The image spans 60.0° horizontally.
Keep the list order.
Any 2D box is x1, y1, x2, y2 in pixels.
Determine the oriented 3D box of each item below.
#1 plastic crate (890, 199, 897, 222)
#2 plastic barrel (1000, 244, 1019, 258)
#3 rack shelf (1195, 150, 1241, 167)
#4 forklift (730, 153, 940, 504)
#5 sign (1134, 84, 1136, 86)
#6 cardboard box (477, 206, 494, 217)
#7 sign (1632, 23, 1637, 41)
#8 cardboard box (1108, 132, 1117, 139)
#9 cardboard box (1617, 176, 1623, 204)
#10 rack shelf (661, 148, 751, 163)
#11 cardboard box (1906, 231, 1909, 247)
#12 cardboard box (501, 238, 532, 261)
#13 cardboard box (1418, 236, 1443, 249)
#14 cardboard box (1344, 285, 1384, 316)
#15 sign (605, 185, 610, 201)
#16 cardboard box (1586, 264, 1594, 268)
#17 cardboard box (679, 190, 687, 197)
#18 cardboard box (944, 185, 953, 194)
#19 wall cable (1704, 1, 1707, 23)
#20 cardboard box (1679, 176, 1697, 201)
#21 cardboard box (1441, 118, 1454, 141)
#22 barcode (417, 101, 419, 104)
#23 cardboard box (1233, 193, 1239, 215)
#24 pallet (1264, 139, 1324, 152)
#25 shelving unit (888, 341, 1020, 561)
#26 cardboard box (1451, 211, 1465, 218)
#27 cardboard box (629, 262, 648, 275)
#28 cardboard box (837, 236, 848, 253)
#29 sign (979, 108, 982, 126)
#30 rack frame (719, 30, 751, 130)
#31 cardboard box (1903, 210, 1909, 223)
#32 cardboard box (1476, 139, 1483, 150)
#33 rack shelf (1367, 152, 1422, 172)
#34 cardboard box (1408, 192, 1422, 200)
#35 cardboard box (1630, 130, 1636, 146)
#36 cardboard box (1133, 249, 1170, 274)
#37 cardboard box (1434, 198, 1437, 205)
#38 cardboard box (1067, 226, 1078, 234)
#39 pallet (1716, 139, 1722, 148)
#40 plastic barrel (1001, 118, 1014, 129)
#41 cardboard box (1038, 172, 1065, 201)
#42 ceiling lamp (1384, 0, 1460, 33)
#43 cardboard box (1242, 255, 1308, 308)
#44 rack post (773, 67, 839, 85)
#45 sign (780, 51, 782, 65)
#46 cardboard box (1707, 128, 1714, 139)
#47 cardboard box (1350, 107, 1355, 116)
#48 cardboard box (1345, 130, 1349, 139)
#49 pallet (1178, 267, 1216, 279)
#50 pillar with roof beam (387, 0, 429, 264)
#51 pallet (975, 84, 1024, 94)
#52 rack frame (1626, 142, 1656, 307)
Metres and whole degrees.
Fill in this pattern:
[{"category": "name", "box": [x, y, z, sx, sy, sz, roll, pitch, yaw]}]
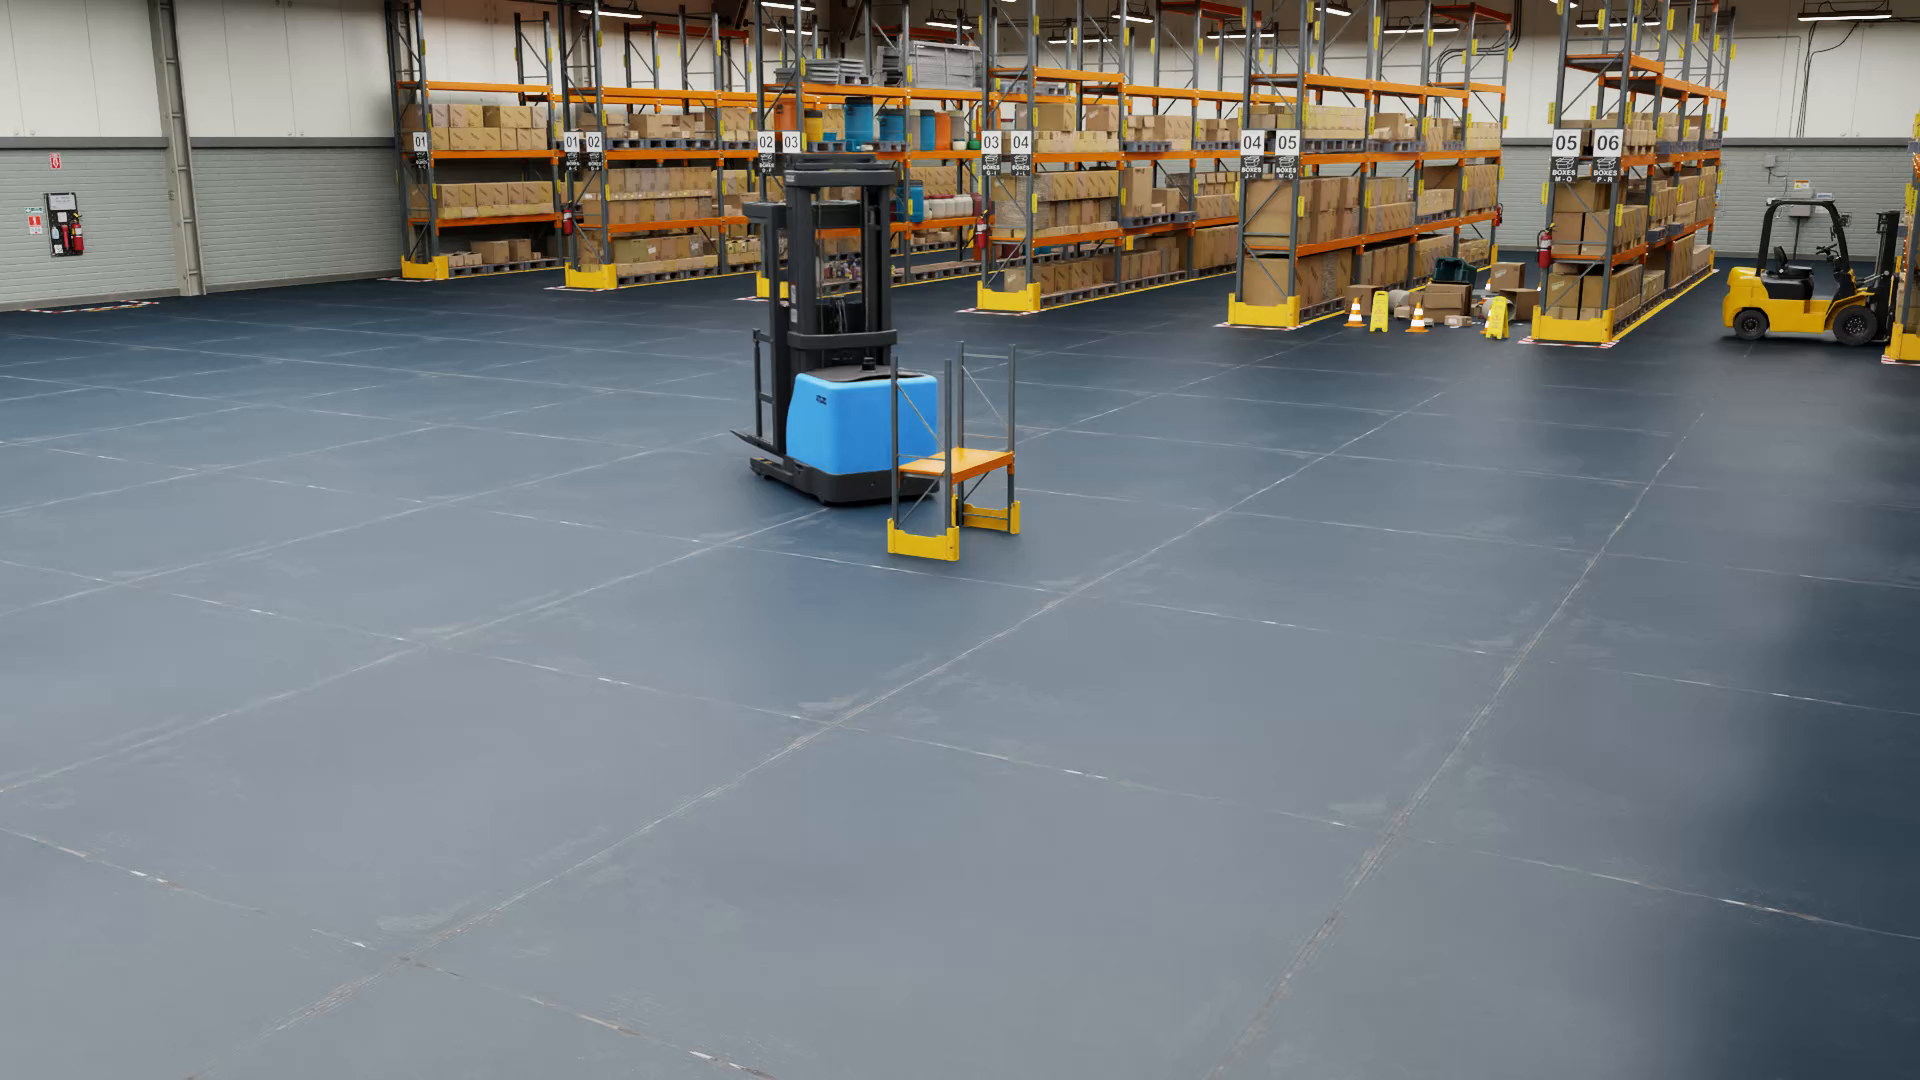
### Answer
[{"category": "plastic crate", "box": [-1.575, -7.251, 36.572, 0.402, 0.464, 0.583, 7, 15, 28]}, {"category": "plastic barrel", "box": [1.160, -7.272, 41.047, 0.600, 0.588, 0.708, 7, 15, 28]}, {"category": "rack shelf", "box": [5.695, -8.864, 38.535, 1.077, 0.370, 4.000, 7, 15, 28]}, {"category": "forklift", "box": [-1.305, -2.033, 15.214, 1.130, 2.935, 3.031, -7, 15, -27]}, {"category": "sign", "box": [4.749, -12.248, 45.326, 0.100, 0.325, 0.005, 7, 15, 28]}, {"category": "cardboard box", "box": [-11.144, -7.600, 38.437, 0.500, 0.250, 0.500, 7, 15, 27]}, {"category": "sign", "box": [12.915, -9.732, 31.870, 0.100, 0.325, 0.005, 7, 15, 28]}, {"category": "cardboard box", "box": [2.890, -8.004, 32.903, 0.380, 0.149, 0.250, 8, 16, 30]}, {"category": "cardboard box", "box": [10.801, -5.913, 28.178, 0.700, 0.500, 0.500, 7, 15, 28]}, {"category": "rack shelf", "box": [-7.314, -10.548, 45.519, 1.077, 0.370, 4.000, 7, 15, 28]}, {"category": "cardboard box", "box": [16.069, -5.004, 27.709, 0.500, 0.250, 0.500, 7, 15, 28]}, {"category": "cardboard box", "box": [-10.681, -6.989, 40.019, 0.500, 0.500, 0.500, 6, 15, 24]}, {"category": "cardboard box", "box": [10.313, -6.541, 36.603, 0.500, 0.250, 0.500, 7, 15, 26]}, {"category": "cardboard box", "box": [7.235, -4.293, 29.769, 0.500, 0.500, 0.500, 11, 17, 38]}, {"category": "sign", "box": [-7.327, -7.222, 34.574, 0.100, 0.325, 0.005, 7, 15, 28]}, {"category": "cardboard box", "box": [10.460, -4.678, 28.026, 0.380, 0.149, 0.250, 8, 16, 31]}, {"category": "cardboard box", "box": [-6.313, -7.723, 37.070, 0.380, 0.149, 0.250, 7, 15, 28]}, {"category": "cardboard box", "box": [-0.547, -9.827, 47.181, 0.500, 0.500, 0.500, 8, 15, 28]}, {"category": "wall cable", "box": [18.417, -15.070, 43.543, 2.355, 3.000, 0.029, 7, 15, 28]}, {"category": "cardboard box", "box": [15.097, -7.351, 34.776, 0.500, 0.500, 0.500, 8, 16, 29]}, {"category": "cardboard box", "box": [10.675, -9.229, 37.404, 0.700, 0.500, 0.500, 7, 15, 28]}, {"category": "barcode", "box": [-12.242, -9.874, 37.564, 0.001, 0.075, 0.075, 7, 15, 28]}, {"category": "cardboard box", "box": [6.429, -7.987, 39.549, 0.500, 0.500, 0.500, 8, 16, 30]}, {"category": "pallet", "box": [5.503, -6.690, 28.170, 1.003, 0.211, 1.213, 7, 15, 28]}, {"category": "shelving unit", "box": [-0.037, -0.713, 12.793, 0.587, 1.500, 1.083, 7, 15, 28]}, {"category": "cardboard box", "box": [11.378, -7.482, 38.204, 0.380, 0.149, 0.250, 8, 16, 30]}, {"category": "cardboard box", "box": [-7.117, -5.882, 36.003, 0.500, 0.250, 0.500, 7, 15, 28]}, {"category": "cardboard box", "box": [-3.224, -7.636, 42.702, 0.500, 0.500, 0.500, 7, 15, 26]}, {"category": "sign", "box": [0.384, -7.659, 30.115, 0.100, 0.325, 0.005, 7, 15, 28]}, {"category": "rack frame", "box": [-6.347, -12.766, 46.785, 1.000, 3.000, 0.127, 7, 15, 28]}, {"category": "cardboard box", "box": [17.977, -6.045, 31.132, 0.500, 0.250, 0.500, 7, 15, 25]}, {"category": "cardboard box", "box": [11.912, -9.242, 38.888, 0.500, 0.250, 0.500, 8, 16, 30]}, {"category": "rack shelf", "box": [8.054, -7.461, 32.714, 1.077, 0.370, 4.000, 7, 15, 28]}, {"category": "cardboard box", "box": [9.542, -7.262, 35.126, 0.380, 0.149, 0.250, 7, 15, 27]}, {"category": "cardboard box", "box": [10.264, -6.286, 25.993, 0.500, 0.250, 0.500, 7, 15, 27]}, {"category": "cardboard box", "box": [4.165, -6.089, 36.284, 0.700, 0.500, 0.500, 6, 15, 23]}, {"category": "cardboard box", "box": [10.179, -7.386, 36.274, 0.380, 0.149, 0.250, 8, 16, 30]}, {"category": "cardboard box", "box": [2.017, -5.910, 31.683, 0.380, 0.149, 0.250, 7, 15, 28]}, {"category": "pallet", "box": [16.921, -9.125, 38.274, 1.003, 0.211, 1.213, 7, 15, 28]}, {"category": "plastic barrel", "box": [1.117, -10.016, 40.591, 0.433, 0.535, 0.433, 0, 14, 0]}, {"category": "cardboard box", "box": [1.613, -6.567, 30.891, 0.500, 0.500, 0.500, 7, 15, 28]}, {"category": "ceiling lamp", "box": [12.112, -15.004, 43.614, 2.000, 3.185, 0.800, 7, 15, 28]}, {"category": "cardboard box", "box": [5.424, -4.439, 28.683, 0.875, 0.875, 0.875, 7, 15, 28]}, {"category": "rack post", "box": [-2.998, -9.079, 32.559, 0.937, 0.300, 0.954, 9, 16, 34]}, {"category": "sign", "box": [-4.422, -11.937, 41.184, 0.100, 0.325, 0.005, 7, 15, 28]}, {"category": "cardboard box", "box": [17.132, -9.399, 38.431, 0.500, 0.250, 0.500, 6, 15, 23]}, {"category": "cardboard box", "box": [6.824, -7.653, 29.701, 0.380, 0.149, 0.250, 8, 16, 29]}, {"category": "cardboard box", "box": [6.700, -7.211, 29.572, 0.380, 0.149, 0.250, 8, 16, 29]}, {"category": "pallet", "box": [5.175, -6.143, 38.063, 1.003, 0.211, 1.213, 7, 15, 28]}, {"category": "pillar with roof beam", "box": [-8.798, -10.058, 35.552, 9.100, 9.000, 0.548, 7, 15, 28]}, {"category": "pallet", "box": [0.768, -10.681, 39.393, 1.213, 0.211, 1.003, 7, 15, 28]}, {"category": "rack frame", "box": [11.469, -5.402, 29.039, 1.000, 3.000, 0.127, 7, 15, 28]}]
